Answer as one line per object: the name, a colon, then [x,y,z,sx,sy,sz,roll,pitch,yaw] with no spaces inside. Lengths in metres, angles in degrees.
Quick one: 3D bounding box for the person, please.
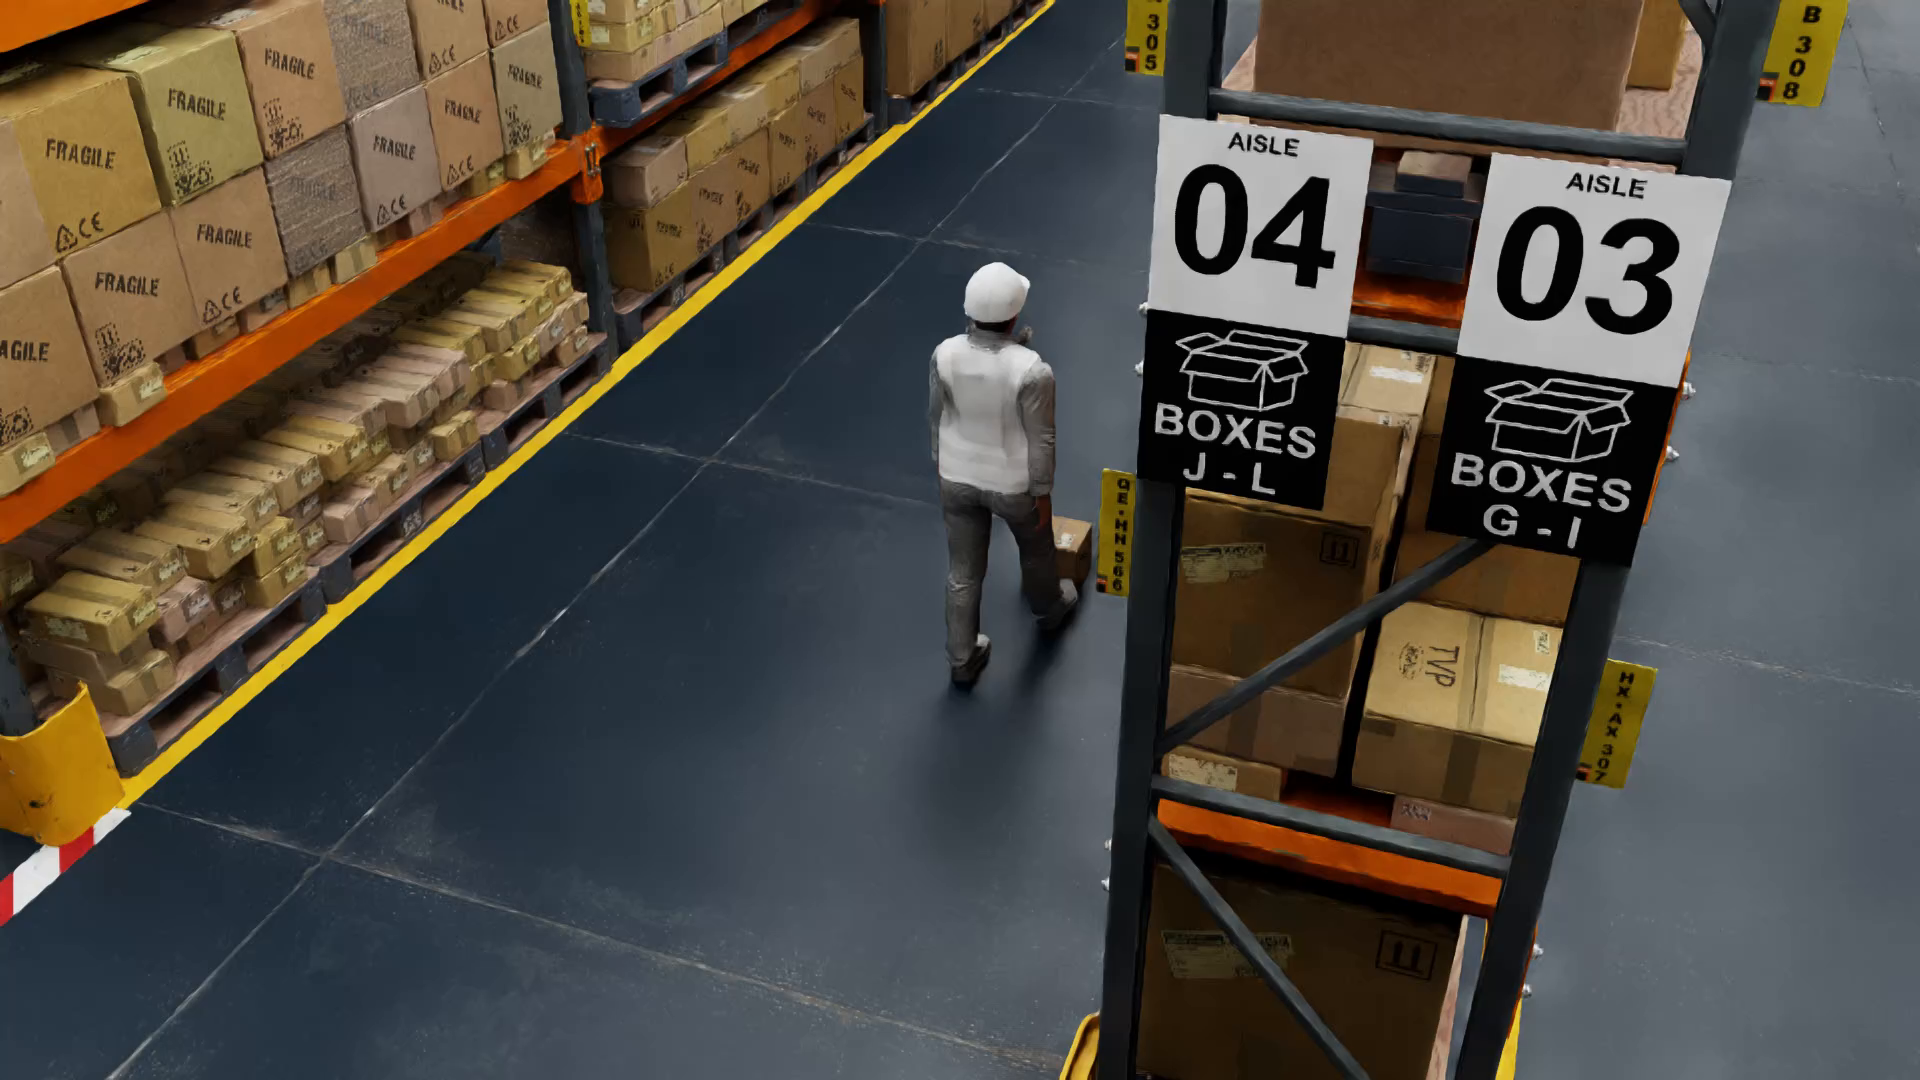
person: [0.167,-0.324,6.603,0.537,1.757,0.774,11,35,16]
